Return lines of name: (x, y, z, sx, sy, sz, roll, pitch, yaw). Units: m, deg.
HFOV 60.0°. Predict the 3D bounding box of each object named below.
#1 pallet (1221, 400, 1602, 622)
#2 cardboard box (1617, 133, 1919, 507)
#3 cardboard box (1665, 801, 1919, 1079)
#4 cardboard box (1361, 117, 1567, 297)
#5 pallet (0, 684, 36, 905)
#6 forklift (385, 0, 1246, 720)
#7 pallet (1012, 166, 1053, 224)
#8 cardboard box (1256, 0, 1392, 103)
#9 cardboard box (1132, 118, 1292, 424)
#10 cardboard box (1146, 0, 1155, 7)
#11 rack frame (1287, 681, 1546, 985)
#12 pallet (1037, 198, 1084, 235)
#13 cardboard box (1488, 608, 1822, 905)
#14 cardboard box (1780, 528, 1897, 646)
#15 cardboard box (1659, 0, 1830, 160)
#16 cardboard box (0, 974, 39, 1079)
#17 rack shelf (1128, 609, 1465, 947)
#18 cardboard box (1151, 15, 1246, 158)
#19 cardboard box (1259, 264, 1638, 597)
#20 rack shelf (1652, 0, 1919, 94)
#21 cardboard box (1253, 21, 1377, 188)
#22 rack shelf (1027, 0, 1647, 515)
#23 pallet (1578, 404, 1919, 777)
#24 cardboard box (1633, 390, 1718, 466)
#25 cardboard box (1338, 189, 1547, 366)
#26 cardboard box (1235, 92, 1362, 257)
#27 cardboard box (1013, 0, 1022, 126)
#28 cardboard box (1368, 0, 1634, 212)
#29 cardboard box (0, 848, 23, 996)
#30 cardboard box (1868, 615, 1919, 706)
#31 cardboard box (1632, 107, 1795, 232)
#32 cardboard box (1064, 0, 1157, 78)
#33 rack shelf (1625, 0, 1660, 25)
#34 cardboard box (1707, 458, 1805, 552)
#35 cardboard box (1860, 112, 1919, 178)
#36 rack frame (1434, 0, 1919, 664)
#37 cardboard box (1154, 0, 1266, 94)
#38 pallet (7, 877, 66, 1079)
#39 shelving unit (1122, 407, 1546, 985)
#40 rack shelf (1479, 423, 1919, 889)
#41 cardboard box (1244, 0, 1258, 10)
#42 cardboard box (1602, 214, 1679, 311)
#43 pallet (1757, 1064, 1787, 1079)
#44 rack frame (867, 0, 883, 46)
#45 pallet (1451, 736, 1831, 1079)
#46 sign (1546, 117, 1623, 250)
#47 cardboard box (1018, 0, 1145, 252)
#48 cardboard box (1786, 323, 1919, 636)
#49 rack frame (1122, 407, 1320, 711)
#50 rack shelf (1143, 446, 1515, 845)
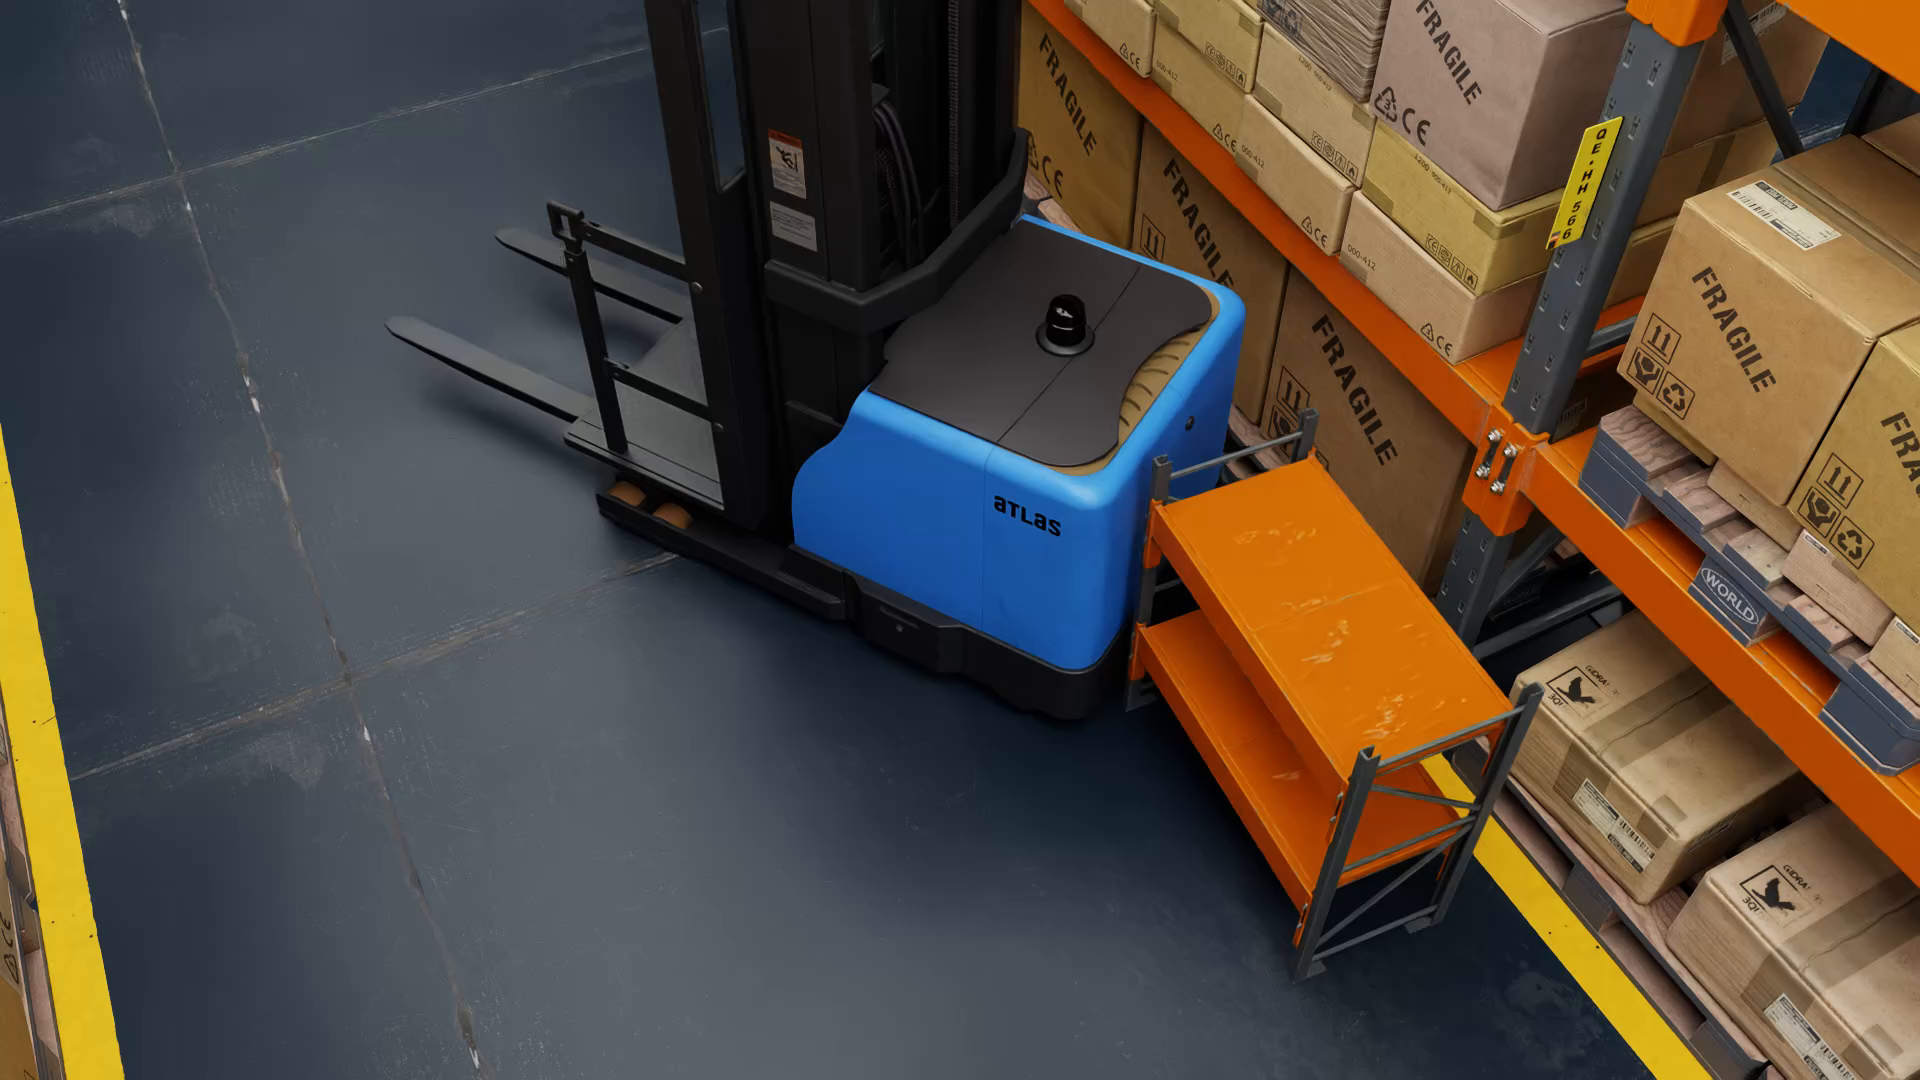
pallet: (1.575, -0.231, 5.812, 1.003, 0.211, 1.213, -21, 52, -18)
cardboard box: (1.869, -0.484, 3.637, 0.500, 0.500, 0.500, -23, 53, -19)
cardboard box: (2.463, 1.004, 4.346, 0.950, 0.372, 0.625, -22, 52, -18)
cardboard box: (1.421, -0.947, 4.353, 0.500, 0.250, 0.500, -21, 52, -18)
pallet: (-3.397, 0.756, 4.948, 1.003, 0.211, 1.213, -21, 52, -18)
forklift: (-0.658, -1.249, 4.895, 3.031, 2.935, 1.130, 24, 53, 20)
pallet: (0.458, -1.864, 7.240, 1.003, 0.211, 1.213, -21, 52, -18)
cardboard box: (1.157, -1.554, 4.386, 0.500, 0.500, 0.500, -20, 52, -17)
cardboard box: (1.222, -1.124, 5.873, 0.875, 0.875, 0.875, -21, 52, -17)
cardboard box: (0.693, -1.972, 5.250, 0.500, 0.250, 0.500, -23, 53, -19)
rack frame: (1.155, 0.791, 4.311, 0.500, 1.125, 0.032, -18, 51, -15)
pallet: (1.021, -1.047, 6.525, 1.003, 0.211, 1.213, -21, 52, -18)
cardboard box: (2.118, 0.513, 4.775, 0.950, 0.372, 0.625, -24, 53, -20)
cardboard box: (2.036, 0.030, 3.619, 0.380, 0.149, 0.250, -24, 53, -20)
cardboard box: (1.860, -1.372, 4.227, 0.500, 0.500, 0.500, -23, 53, -19)
cardboard box: (-2.583, 1.300, 4.001, 0.500, 0.500, 0.500, -23, 53, -19)
rack shelf: (0.953, 0.601, 4.802, 0.538, 0.278, 1.000, -18, 51, -15)
cardboard box: (0.942, -1.474, 5.146, 0.500, 0.250, 0.500, -22, 52, -18)
cardboard box: (1.626, -0.525, 5.349, 0.875, 0.875, 0.875, -22, 52, -18)
rack shelf: (2.784, -0.008, 2.249, 1.077, 0.370, 4.000, -21, 52, -18)
cardboard box: (1.183, -1.289, 4.652, 0.500, 0.250, 0.500, -22, 53, -18)
rack shelf: (0.953, -1.697, 5.720, 1.077, 0.370, 4.000, -21, 52, -18)
pallet: (2.289, -0.092, 3.965, 1.213, 0.211, 1.003, -21, 52, -18)
cardboard box: (1.852, -0.370, 3.968, 0.380, 0.149, 0.250, -24, 53, -20)
cardboard box: (1.406, -0.795, 4.552, 0.500, 0.250, 0.500, -23, 53, -19)
cardboard box: (1.159, -1.132, 4.847, 0.500, 0.250, 0.500, -20, 52, -17)
cardboard box: (0.393, -2.324, 6.922, 0.875, 0.875, 0.875, -20, 52, -16)
cardboard box: (1.399, -1.214, 4.088, 0.500, 0.500, 0.500, -22, 53, -18)
cardboard box: (-2.817, 0.965, 4.295, 0.500, 0.500, 0.500, -21, 52, -17)
cardboard box: (2.143, 0.221, 3.451, 0.380, 0.149, 0.250, -21, 52, -17)
cardboard box: (1.856, -1.135, 4.517, 0.500, 0.250, 0.500, -22, 52, -18)
cardboard box: (0.684, -1.806, 5.436, 0.500, 0.250, 0.500, -22, 52, -18)
rack shelf: (0.953, -2.685, 4.591, 1.077, 0.370, 4.000, -21, 52, -18)
cardboard box: (1.951, -0.169, 3.793, 0.380, 0.149, 0.250, -24, 53, -20)
cardboard box: (2.324, -0.656, 3.788, 0.500, 0.500, 0.500, -23, 53, -19)
rack frame: (1.869, -0.596, 4.278, 1.000, 3.000, 0.127, -21, 52, -18)
cardboard box: (0.931, -1.625, 4.946, 0.500, 0.250, 0.500, -22, 53, -18)
pallet: (-2.843, 1.572, 4.235, 1.003, 0.211, 1.213, -21, 52, -18)
shelving unit: (0.953, 0.440, 4.618, 0.538, 1.125, 1.048, -18, 51, -15)
rack shelf: (2.784, 0.980, 3.378, 1.077, 0.370, 4.000, -21, 52, -18)
cardboard box: (0.936, -1.889, 4.679, 0.500, 0.500, 0.500, -21, 52, -17)
cardboard box: (1.868, -0.960, 4.697, 0.500, 0.250, 0.500, -22, 52, -18)
pallet: (2.779, 1.661, 4.157, 1.003, 0.211, 1.213, -21, 52, -18)
rack frame: (0.038, -3.273, 6.620, 1.000, 3.000, 0.127, -21, 52, -18)
pallet: (2.225, 0.846, 4.870, 1.003, 0.211, 1.213, -21, 52, -18)
sign: (1.377, -0.783, 3.673, 0.100, 0.325, 0.005, -21, 52, -18)
cardboard box: (0.813, -1.722, 6.396, 0.875, 0.875, 0.875, -20, 52, -16)
cardboard box: (2.113, -0.137, 3.334, 0.500, 0.500, 0.500, -19, 51, -16)
rack frame: (0.752, 0.088, 4.926, 0.500, 1.125, 0.032, -18, 51, -15)
rack shelf: (0.953, 0.247, 4.398, 0.538, 0.278, 1.000, -18, 51, -15)
